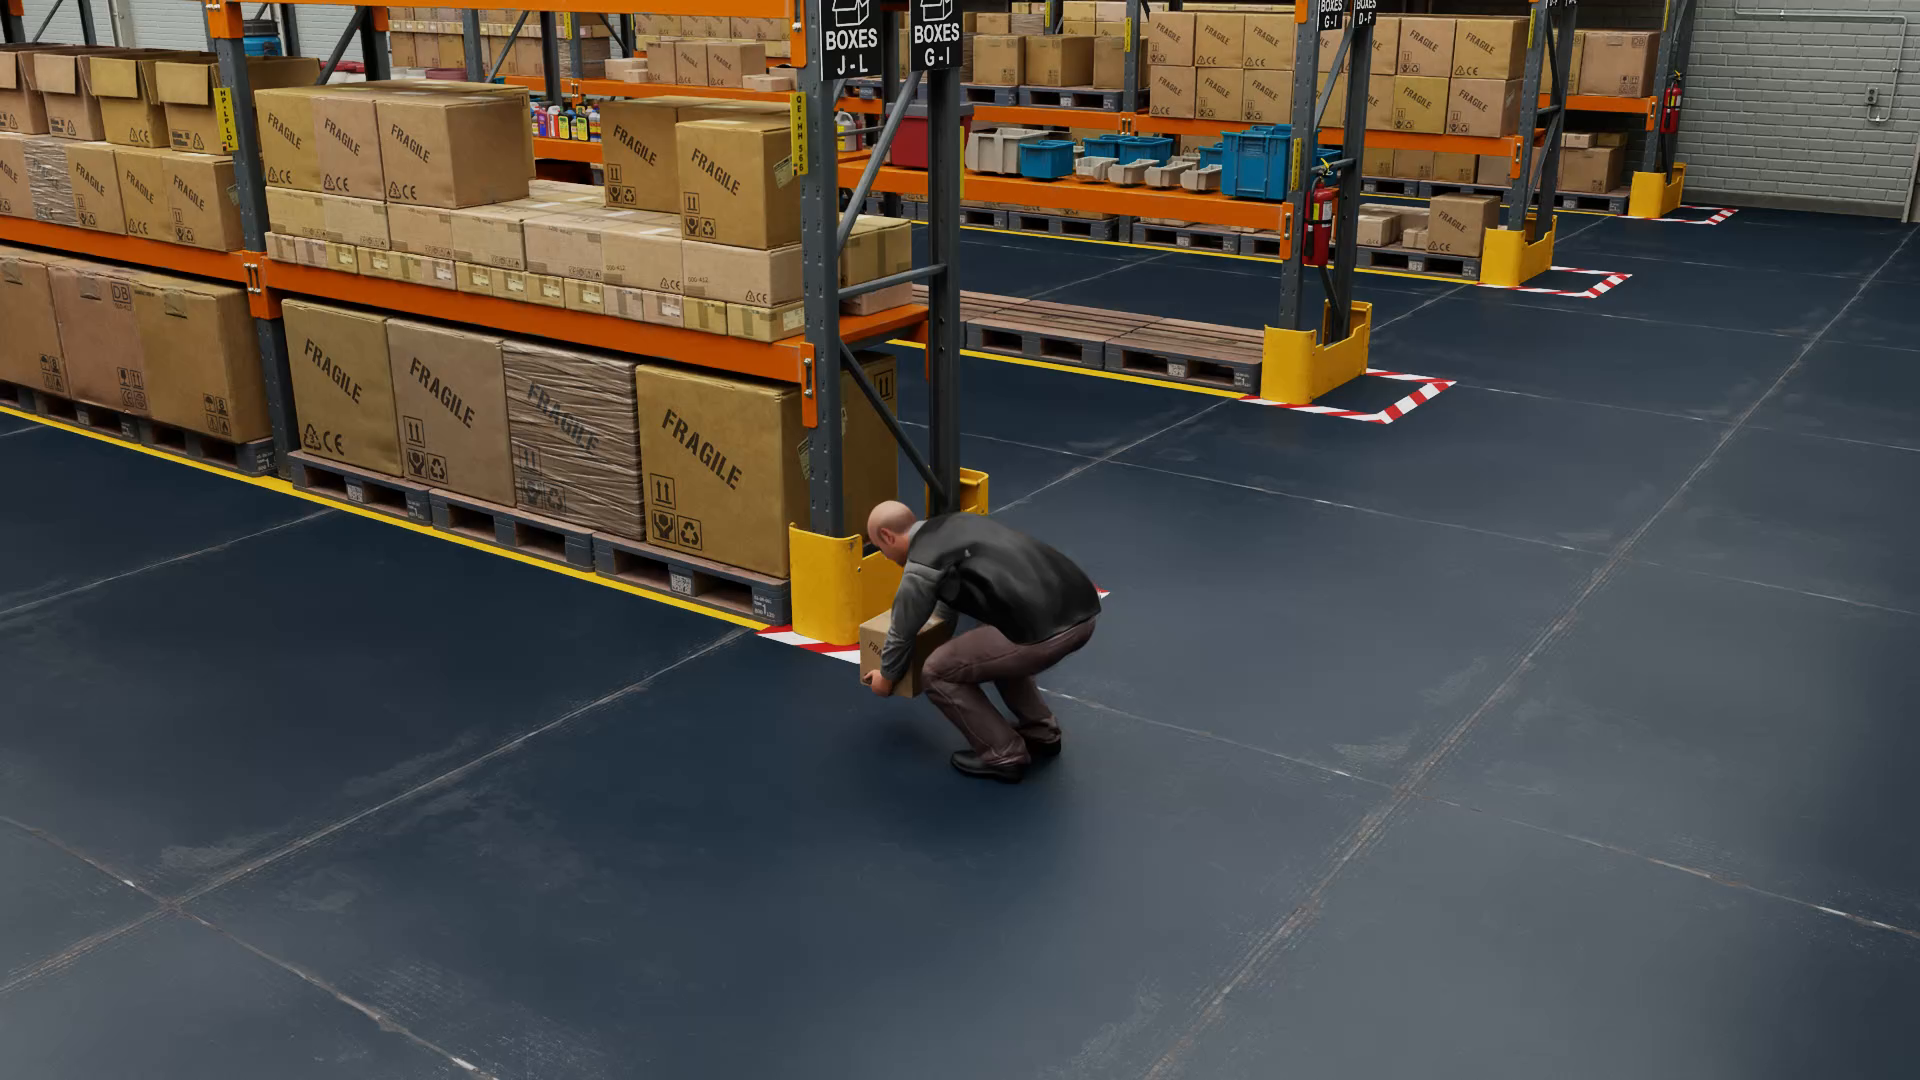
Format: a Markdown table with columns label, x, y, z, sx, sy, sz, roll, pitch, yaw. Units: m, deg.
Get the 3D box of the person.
| label | x | y | z | sx | sy | sz | roll | pitch | yaw |
| --- | --- | --- | --- | --- | --- | --- | --- | --- | --- |
| person | 0.062 | 0.363 | 6.247 | 0.917 | 0.950 | 0.518 | 12 | 23 | 30 |
